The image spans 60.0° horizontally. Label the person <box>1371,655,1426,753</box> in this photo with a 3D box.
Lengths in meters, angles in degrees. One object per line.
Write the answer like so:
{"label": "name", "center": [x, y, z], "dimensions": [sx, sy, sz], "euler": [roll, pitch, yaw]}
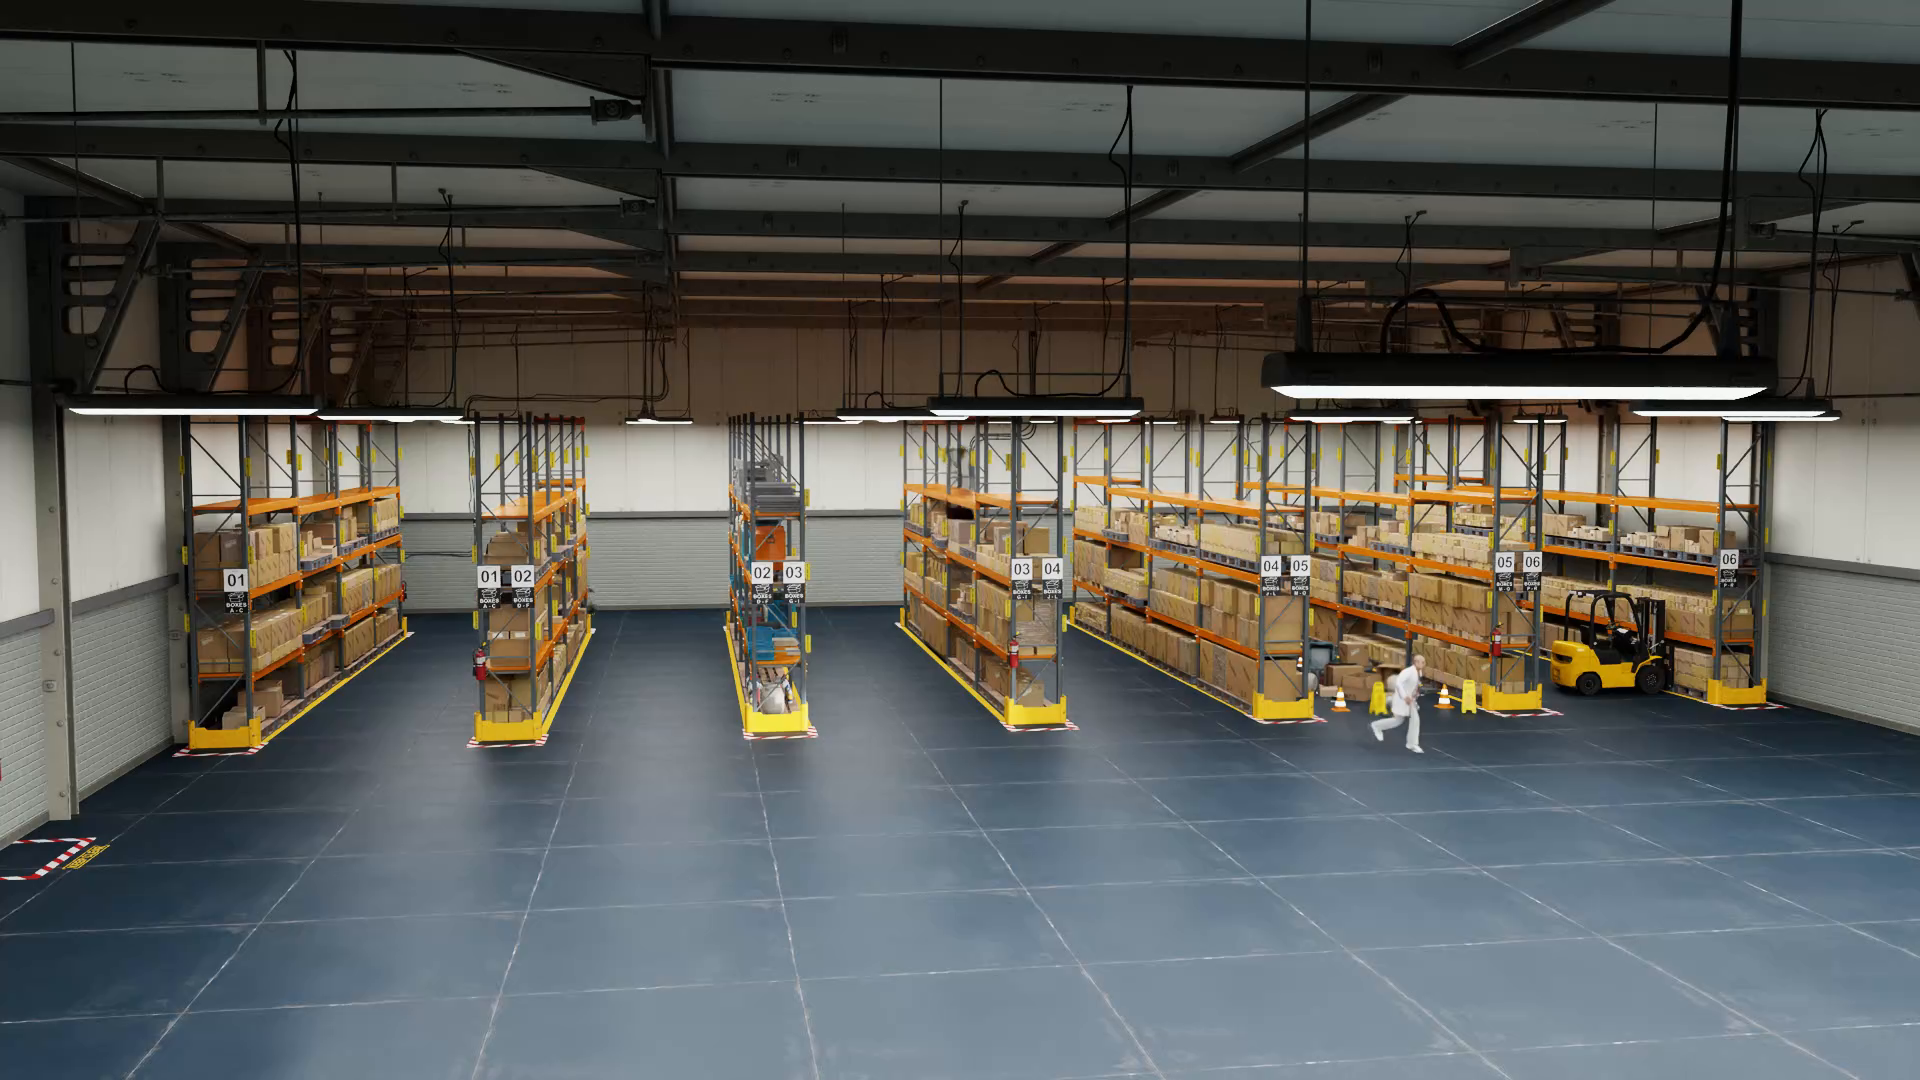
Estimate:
{"label": "person", "center": [7.838, 2.881, 29.548], "dimensions": [0.965, 1.738, 0.730], "euler": [3, 5, 36]}

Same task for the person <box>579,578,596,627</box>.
{"label": "person", "center": [-10.733, 1.642, 47.405], "dimensions": [0.681, 1.759, 0.772], "euler": [1, 4, 9]}

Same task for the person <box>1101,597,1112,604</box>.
{"label": "person", "center": [4.500, 1.523, 49.705], "dimensions": [0.560, 1.668, 0.754], "euler": [2, 4, 25]}
